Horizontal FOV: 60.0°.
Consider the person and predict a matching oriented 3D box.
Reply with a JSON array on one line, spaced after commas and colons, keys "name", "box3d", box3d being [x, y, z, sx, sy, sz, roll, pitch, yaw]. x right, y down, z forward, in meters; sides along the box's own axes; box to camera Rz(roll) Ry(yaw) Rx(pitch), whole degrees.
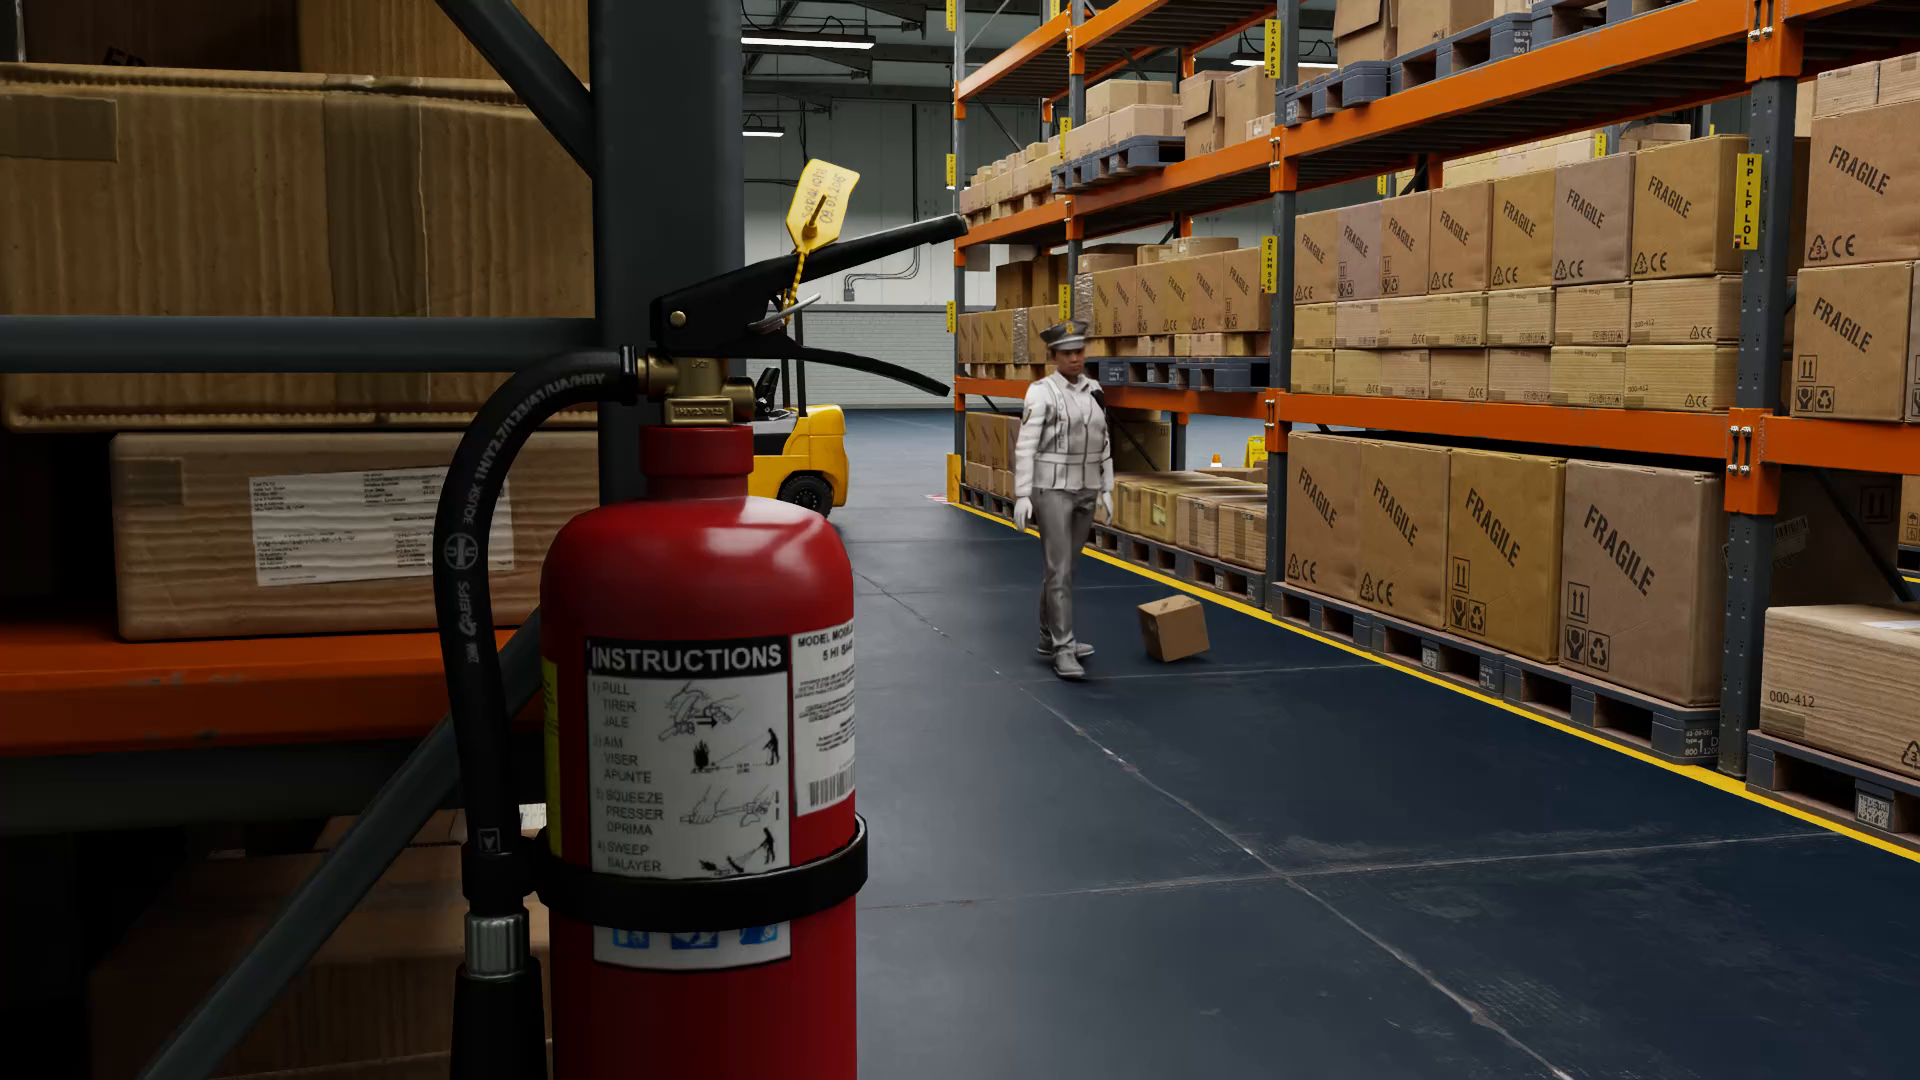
[{"name": "person", "box3d": [0.511, -0.210, 7.957, 0.580, 1.660, 0.608, -5, 8, -38]}]
